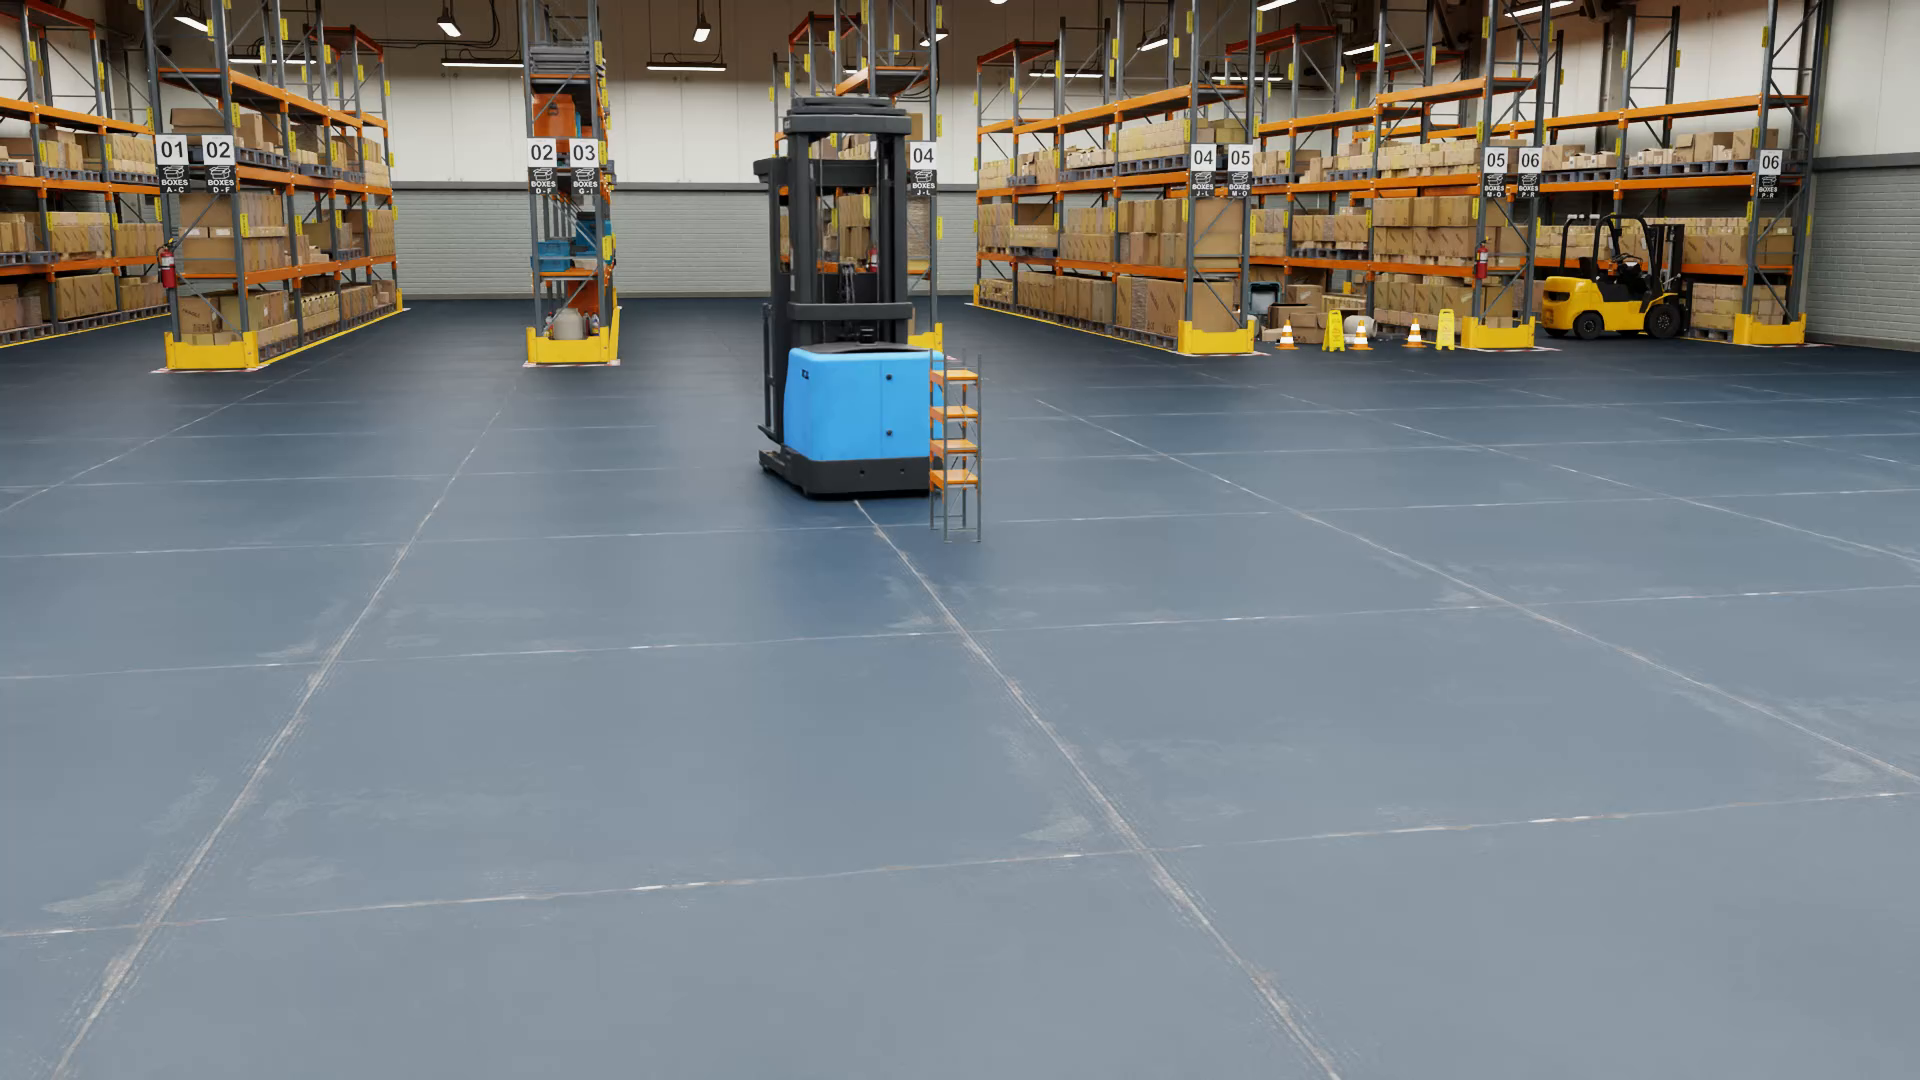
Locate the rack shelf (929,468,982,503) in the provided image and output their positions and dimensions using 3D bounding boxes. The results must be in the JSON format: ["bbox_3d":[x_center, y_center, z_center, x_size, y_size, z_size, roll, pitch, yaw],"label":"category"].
[{"bbox_3d":[-0.032,-0.359,10.794,0.258,0.148,0.480,-2,11,-11],"label":"rack shelf"}]

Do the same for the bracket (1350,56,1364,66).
[{"bbox_3d":[10.718,-12.911,44.837,0.235,0.232,0.430,-2,11,-11],"label":"bracket"}]

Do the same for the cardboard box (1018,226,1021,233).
[{"bbox_3d":[1.479,-6.786,36.287,0.380,0.149,0.250,-2,11,-12],"label":"cardboard box"}]

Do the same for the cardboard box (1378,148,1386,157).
[{"bbox_3d":[7.832,-7.048,30.219,0.380,0.149,0.250,-2,11,-12],"label":"cardboard box"}]

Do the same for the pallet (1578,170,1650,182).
[{"bbox_3d":[12.775,-7.098,32.454,0.805,0.209,1.217,-3,11,-13],"label":"pallet"}]

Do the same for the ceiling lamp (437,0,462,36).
[{"bbox_3d":[-10.090,-11.882,33.445,0.800,3.185,2.000,-2,11,-11],"label":"ceiling lamp"}]

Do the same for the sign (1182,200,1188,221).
[{"bbox_3d":[3.499,-5.111,25.798,0.100,0.325,0.005,-2,11,-11],"label":"sign"}]

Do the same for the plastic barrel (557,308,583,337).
[{"bbox_3d":[-6.010,-3.295,25.518,0.421,0.512,0.421,0,11,0],"label":"plastic barrel"}]

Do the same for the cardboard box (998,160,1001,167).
[{"bbox_3d":[1.094,-8.769,38.722,0.380,0.149,0.250,-2,11,-11],"label":"cardboard box"}]

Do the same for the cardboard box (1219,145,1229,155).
[{"bbox_3d":[4.281,-6.123,26.105,0.380,0.149,0.250,-2,11,-11],"label":"cardboard box"}]

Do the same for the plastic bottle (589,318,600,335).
[{"bbox_3d":[-5.952,-3.481,27.071,0.152,0.276,0.135,-2,11,-10],"label":"plastic bottle"}]

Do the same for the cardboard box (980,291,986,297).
[{"bbox_3d":[0.709,-6.076,41.098,0.380,0.149,0.250,-2,11,-10],"label":"cardboard box"}]

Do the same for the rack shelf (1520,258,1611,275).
[{"bbox_3d":[12.571,-5.570,33.863,1.077,0.370,4.000,-2,11,-11],"label":"rack shelf"}]

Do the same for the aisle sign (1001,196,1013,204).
[{"bbox_3d":[1.202,-8.679,41.321,0.394,0.787,0.004,-2,11,-11],"label":"aisle sign"}]

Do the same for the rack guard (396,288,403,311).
[{"bbox_3d":[-13.666,-5.615,38.858,1.175,0.500,0.348,-2,11,-11],"label":"rack guard"}]

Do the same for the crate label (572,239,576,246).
[{"bbox_3d":[-7.338,-5.394,30.919,0.502,0.435,0.616,-2,11,-11],"label":"crate label"}]

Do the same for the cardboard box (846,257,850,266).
[{"bbox_3d":[-1.705,-4.657,27.815,0.380,0.149,0.250,-2,11,-11],"label":"cardboard box"}]

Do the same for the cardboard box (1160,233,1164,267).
[{"bbox_3d":[3.803,-4.791,27.443,0.875,0.550,0.550,-2,11,-11],"label":"cardboard box"}]

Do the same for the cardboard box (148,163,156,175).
[{"bbox_3d":[-18.137,-8.206,36.777,0.500,0.250,0.500,-2,11,-9],"label":"cardboard box"}]

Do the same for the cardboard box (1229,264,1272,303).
[{"bbox_3d":[6.734,-5.894,38.203,0.875,0.875,0.875,-2,11,-9],"label":"cardboard box"}]

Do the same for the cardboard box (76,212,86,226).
[{"bbox_3d":[-17.131,-6.158,31.906,0.500,0.250,0.500,-2,11,-12],"label":"cardboard box"}]

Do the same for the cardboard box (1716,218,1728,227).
[{"bbox_3d":[13.305,-5.486,28.700,0.380,0.149,0.250,-2,11,-10],"label":"cardboard box"}]

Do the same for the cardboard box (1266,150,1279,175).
[{"bbox_3d":[6.934,-8.013,35.360,0.700,0.500,0.500,-3,11,-14],"label":"cardboard box"}]

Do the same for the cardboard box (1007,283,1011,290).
[{"bbox_3d":[1.286,-5.843,38.286,0.380,0.149,0.250,-2,11,-10],"label":"cardboard box"}]

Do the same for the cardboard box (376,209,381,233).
[{"bbox_3d":[-12.919,-6.949,36.240,0.500,0.500,0.500,-2,11,-13],"label":"cardboard box"}]

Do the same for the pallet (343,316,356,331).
[{"bbox_3d":[-12.233,-4.158,31.976,1.003,0.211,1.213,-2,11,-11],"label":"pallet"}]

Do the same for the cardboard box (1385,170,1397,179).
[{"bbox_3d":[7.905,-6.609,30.049,0.380,0.149,0.250,-2,11,-11],"label":"cardboard box"}]

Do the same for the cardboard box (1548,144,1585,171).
[{"bbox_3d":[12.281,-7.740,33.659,0.500,0.500,0.500,-2,11,-10],"label":"cardboard box"}]

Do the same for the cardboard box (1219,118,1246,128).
[{"bbox_3d":[4.281,-6.513,26.021,0.380,0.149,0.250,-2,11,-10],"label":"cardboard box"}]

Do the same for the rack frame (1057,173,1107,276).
[{"bbox_3d":[2.478,-5.911,33.728,1.000,3.000,0.127,-2,11,-11],"label":"rack frame"}]

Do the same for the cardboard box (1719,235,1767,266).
[{"bbox_3d":[13.384,-4.953,28.429,0.500,0.500,0.500,-2,11,-12],"label":"cardboard box"}]

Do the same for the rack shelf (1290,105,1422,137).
[{"bbox_3d":[7.702,-8.140,32.388,1.077,0.370,4.000,-2,11,-11],"label":"rack shelf"}]

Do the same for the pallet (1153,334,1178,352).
[{"bbox_3d":[3.801,-3.217,27.035,1.003,0.211,1.213,-2,11,-11],"label":"pallet"}]

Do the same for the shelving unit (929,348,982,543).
[{"bbox_3d":[-0.032,-0.620,10.744,0.258,1.200,0.503,-2,11,-11],"label":"shelving unit"}]

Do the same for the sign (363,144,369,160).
[{"bbox_3d":[-12.360,-8.065,34.587,0.100,0.325,0.005,-2,11,-11],"label":"sign"}]

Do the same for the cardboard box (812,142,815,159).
[{"bbox_3d":[-2.568,-7.421,32.039,0.500,0.500,0.500,-2,11,-10],"label":"cardboard box"}]

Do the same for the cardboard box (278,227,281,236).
[{"bbox_3d":[-10.985,-4.888,26.353,0.380,0.149,0.250,-2,11,-13],"label":"cardboard box"}]

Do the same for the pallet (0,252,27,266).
[{"bbox_3d":[-16.558,-4.753,28.157,1.003,0.211,1.213,-2,11,-11],"label":"pallet"}]

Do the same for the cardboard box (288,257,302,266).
[{"bbox_3d":[-11.319,-4.702,28.051,0.380,0.149,0.250,-2,11,-11],"label":"cardboard box"}]

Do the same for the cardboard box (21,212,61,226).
[{"bbox_3d":[-16.825,-5.880,30.444,0.500,0.250,0.500,-2,11,-10],"label":"cardboard box"}]

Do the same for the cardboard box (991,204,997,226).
[{"bbox_3d":[1.035,-7.690,39.342,0.500,0.500,0.500,-2,11,-13],"label":"cardboard box"}]

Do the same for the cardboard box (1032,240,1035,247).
[{"bbox_3d":[1.735,-6.255,35.087,0.380,0.149,0.250,-3,11,-14],"label":"cardboard box"}]

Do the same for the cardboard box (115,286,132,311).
[{"bbox_3d":[-17.806,-5.061,34.828,0.700,0.500,0.500,-2,11,-10],"label":"cardboard box"}]

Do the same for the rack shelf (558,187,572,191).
[{"bbox_3d":[-7.655,-7.126,33.632,0.831,0.071,3.687,-2,11,-11],"label":"rack shelf"}]

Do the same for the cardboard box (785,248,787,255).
[{"bbox_3d":[-3.816,-6.639,38.225,0.380,0.149,0.250,-2,11,-12],"label":"cardboard box"}]

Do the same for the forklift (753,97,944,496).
[{"bbox_3d":[-1.025,-2.000,13.363,1.130,2.935,3.031,-3,11,-17],"label":"forklift"}]

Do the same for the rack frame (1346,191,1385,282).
[{"bbox_3d":[10.626,-7.758,43.432,1.000,3.000,0.127,-2,11,-11],"label":"rack frame"}]

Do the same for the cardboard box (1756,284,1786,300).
[{"bbox_3d":[13.830,-4.265,28.638,0.500,0.250,0.500,-2,11,-12],"label":"cardboard box"}]

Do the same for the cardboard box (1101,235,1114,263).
[{"bbox_3d":[2.892,-5.312,30.316,0.500,0.500,0.500,-2,11,-11],"label":"cardboard box"}]

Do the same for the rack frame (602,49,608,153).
[{"bbox_3d":[-8.822,-9.983,39.079,1.000,3.000,0.127,-2,11,-11],"label":"rack frame"}]

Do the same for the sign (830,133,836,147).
[{"bbox_3d":[-2.173,-6.915,28.548,0.100,0.325,0.005,-2,11,-11],"label":"sign"}]

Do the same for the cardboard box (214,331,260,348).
[{"bbox_3d":[-10.455,-2.884,24.057,0.500,0.250,0.500,-2,11,-11],"label":"cardboard box"}]

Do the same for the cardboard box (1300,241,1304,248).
[{"bbox_3d":[7.216,-6.073,34.128,0.380,0.149,0.250,-3,11,-15],"label":"cardboard box"}]

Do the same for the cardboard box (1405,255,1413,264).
[{"bbox_3d":[8.078,-4.948,29.341,0.380,0.149,0.250,-2,11,-11],"label":"cardboard box"}]

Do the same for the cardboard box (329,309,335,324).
[{"bbox_3d":[-11.680,-4.063,30.250,0.500,0.250,0.500,-2,11,-12],"label":"cardboard box"}]
